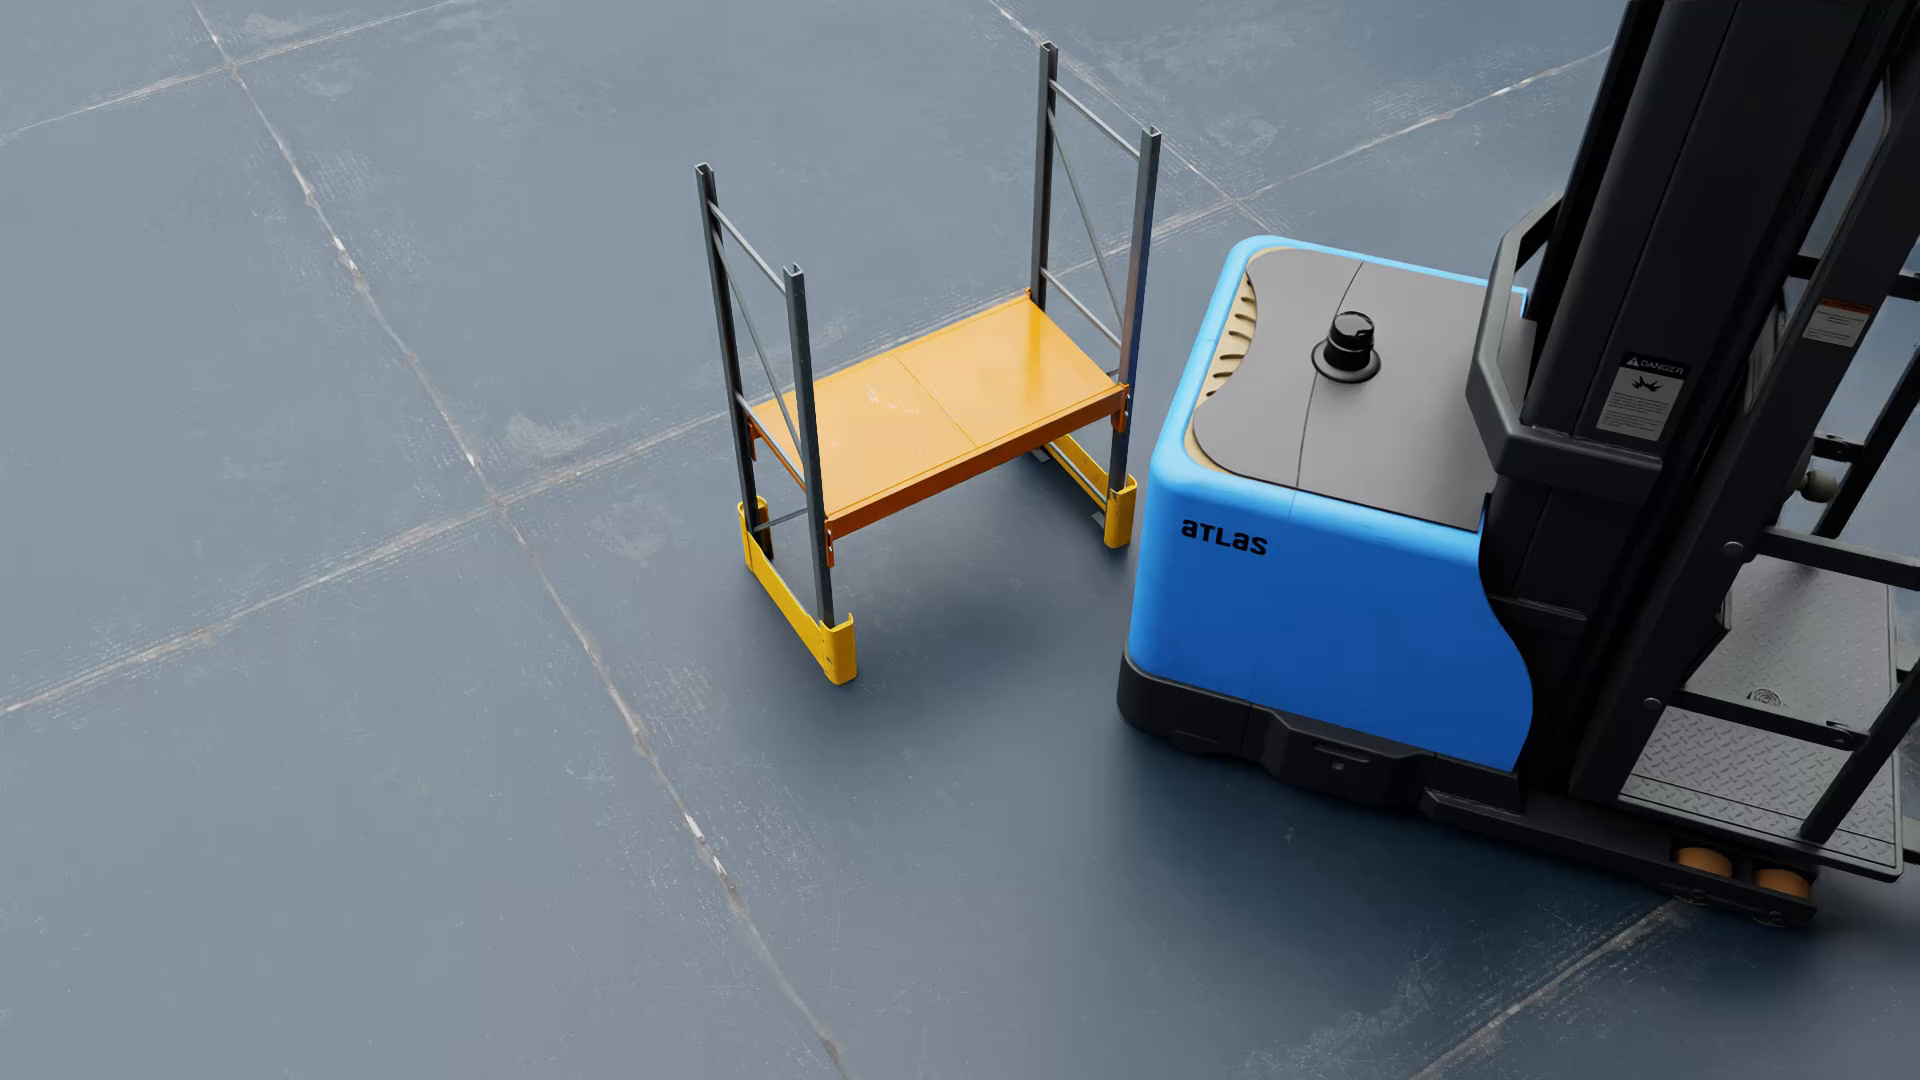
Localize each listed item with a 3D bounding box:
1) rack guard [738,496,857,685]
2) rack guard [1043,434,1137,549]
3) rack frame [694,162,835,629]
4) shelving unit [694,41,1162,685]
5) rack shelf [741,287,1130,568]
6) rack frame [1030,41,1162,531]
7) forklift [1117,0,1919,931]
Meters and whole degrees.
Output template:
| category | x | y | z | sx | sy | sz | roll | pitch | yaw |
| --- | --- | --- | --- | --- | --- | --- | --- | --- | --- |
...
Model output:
| category | x | y | z | sx | sy | sz | roll | pitch | yaw |
| --- | --- | --- | --- | --- | --- | --- | --- | --- | --- |
| rack guard | -0.486 | 0.146 | 4.953 | 0.087 | 0.250 | 0.587 | -25 | 53 | -21 |
| rack guard | 0.357 | -0.251 | 5.306 | 0.087 | 0.250 | 0.587 | -25 | 53 | -21 |
| rack frame | -0.502 | -0.262 | 4.479 | 0.032 | 1.500 | 0.500 | -25 | 53 | -21 |
| shelving unit | -0.064 | -0.468 | 4.663 | 1.083 | 1.500 | 0.587 | -25 | 53 | -21 |
| rack shelf | -0.072 | -0.345 | 4.794 | 1.000 | 0.185 | 0.538 | -25 | 53 | -21 |
| rack frame | 0.358 | -0.667 | 4.840 | 0.032 | 1.500 | 0.500 | -25 | 53 | -21 |
| forklift | 2.021 | -0.415 | 3.657 | 3.031 | 2.935 | 1.130 | 15 | 50 | 13 |
